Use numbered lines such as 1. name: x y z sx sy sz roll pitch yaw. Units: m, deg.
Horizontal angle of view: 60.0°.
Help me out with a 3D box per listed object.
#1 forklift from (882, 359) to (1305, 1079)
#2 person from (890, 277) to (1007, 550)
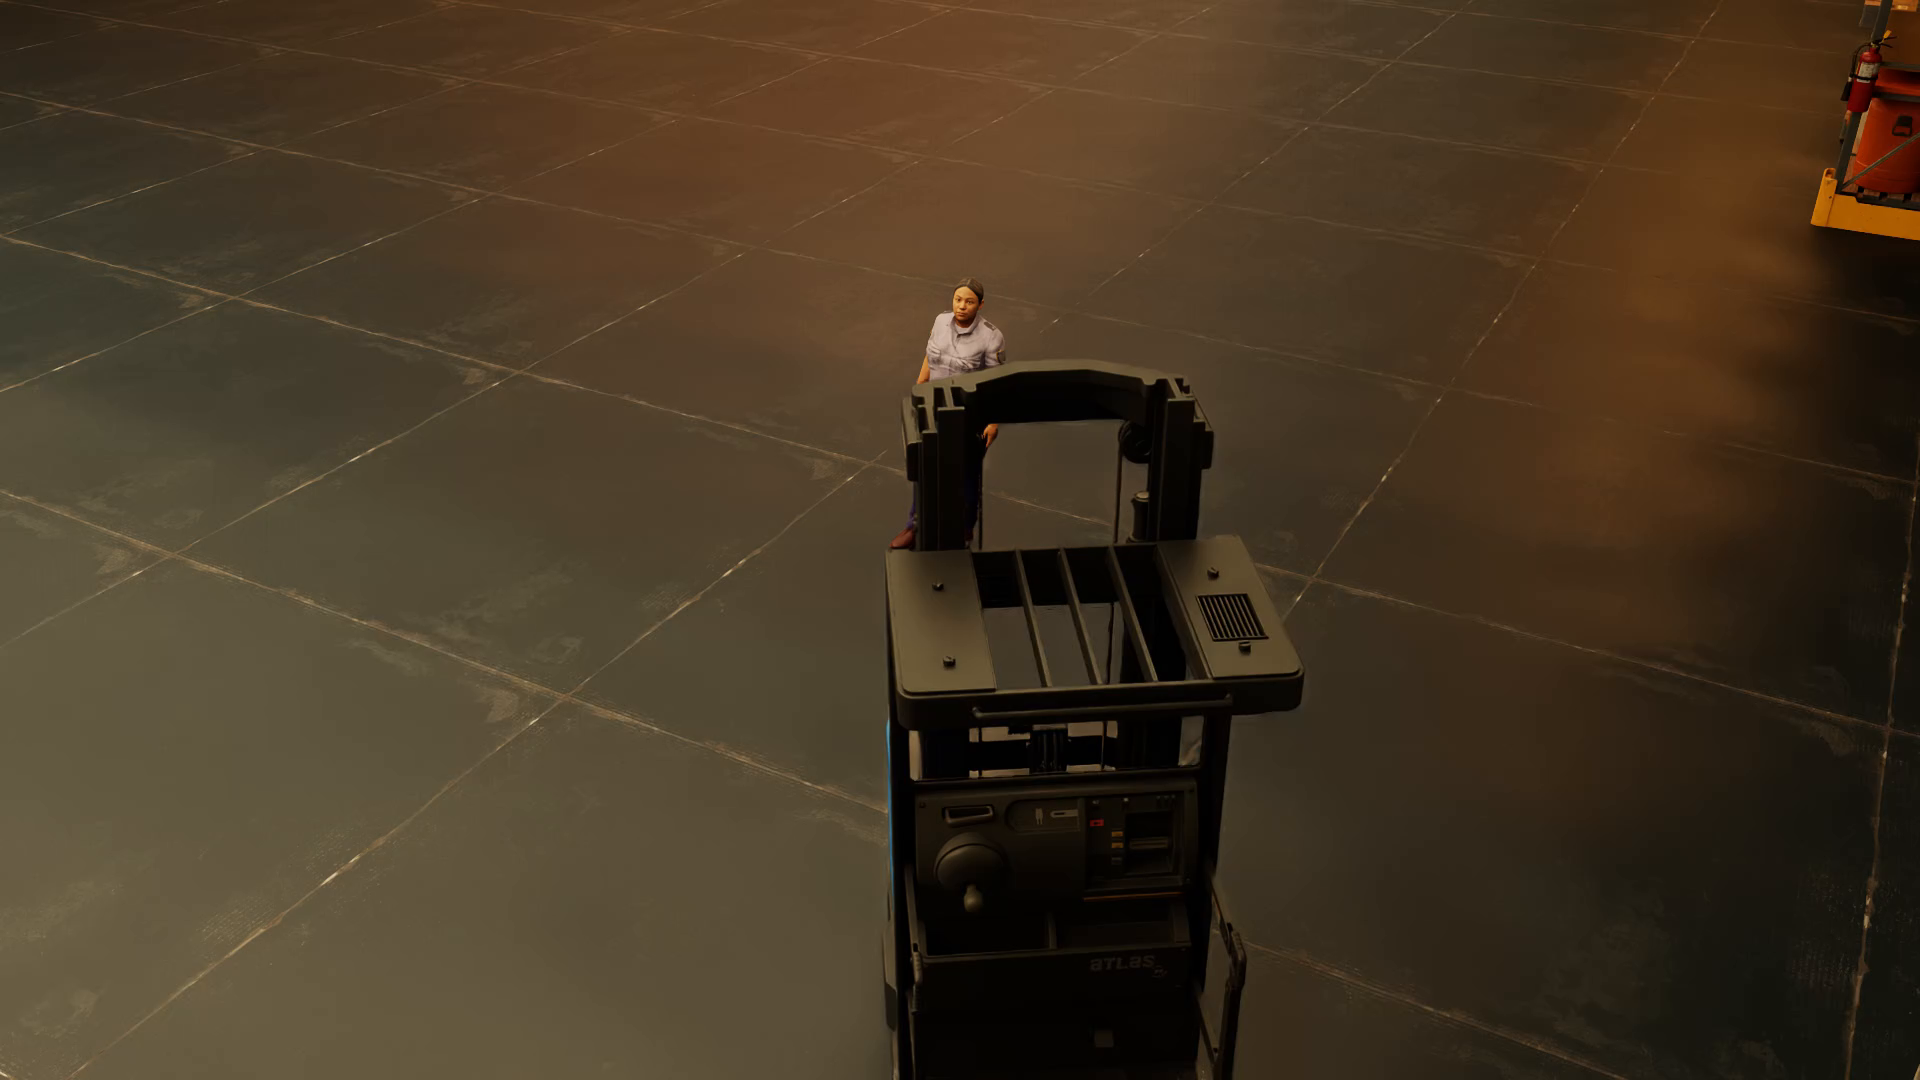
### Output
1. forklift: 0.340 1.046 5.258 1.130 2.935 3.031 -3 30 -4
2. person: -0.063 -0.687 9.529 0.598 1.651 0.503 15 33 25
